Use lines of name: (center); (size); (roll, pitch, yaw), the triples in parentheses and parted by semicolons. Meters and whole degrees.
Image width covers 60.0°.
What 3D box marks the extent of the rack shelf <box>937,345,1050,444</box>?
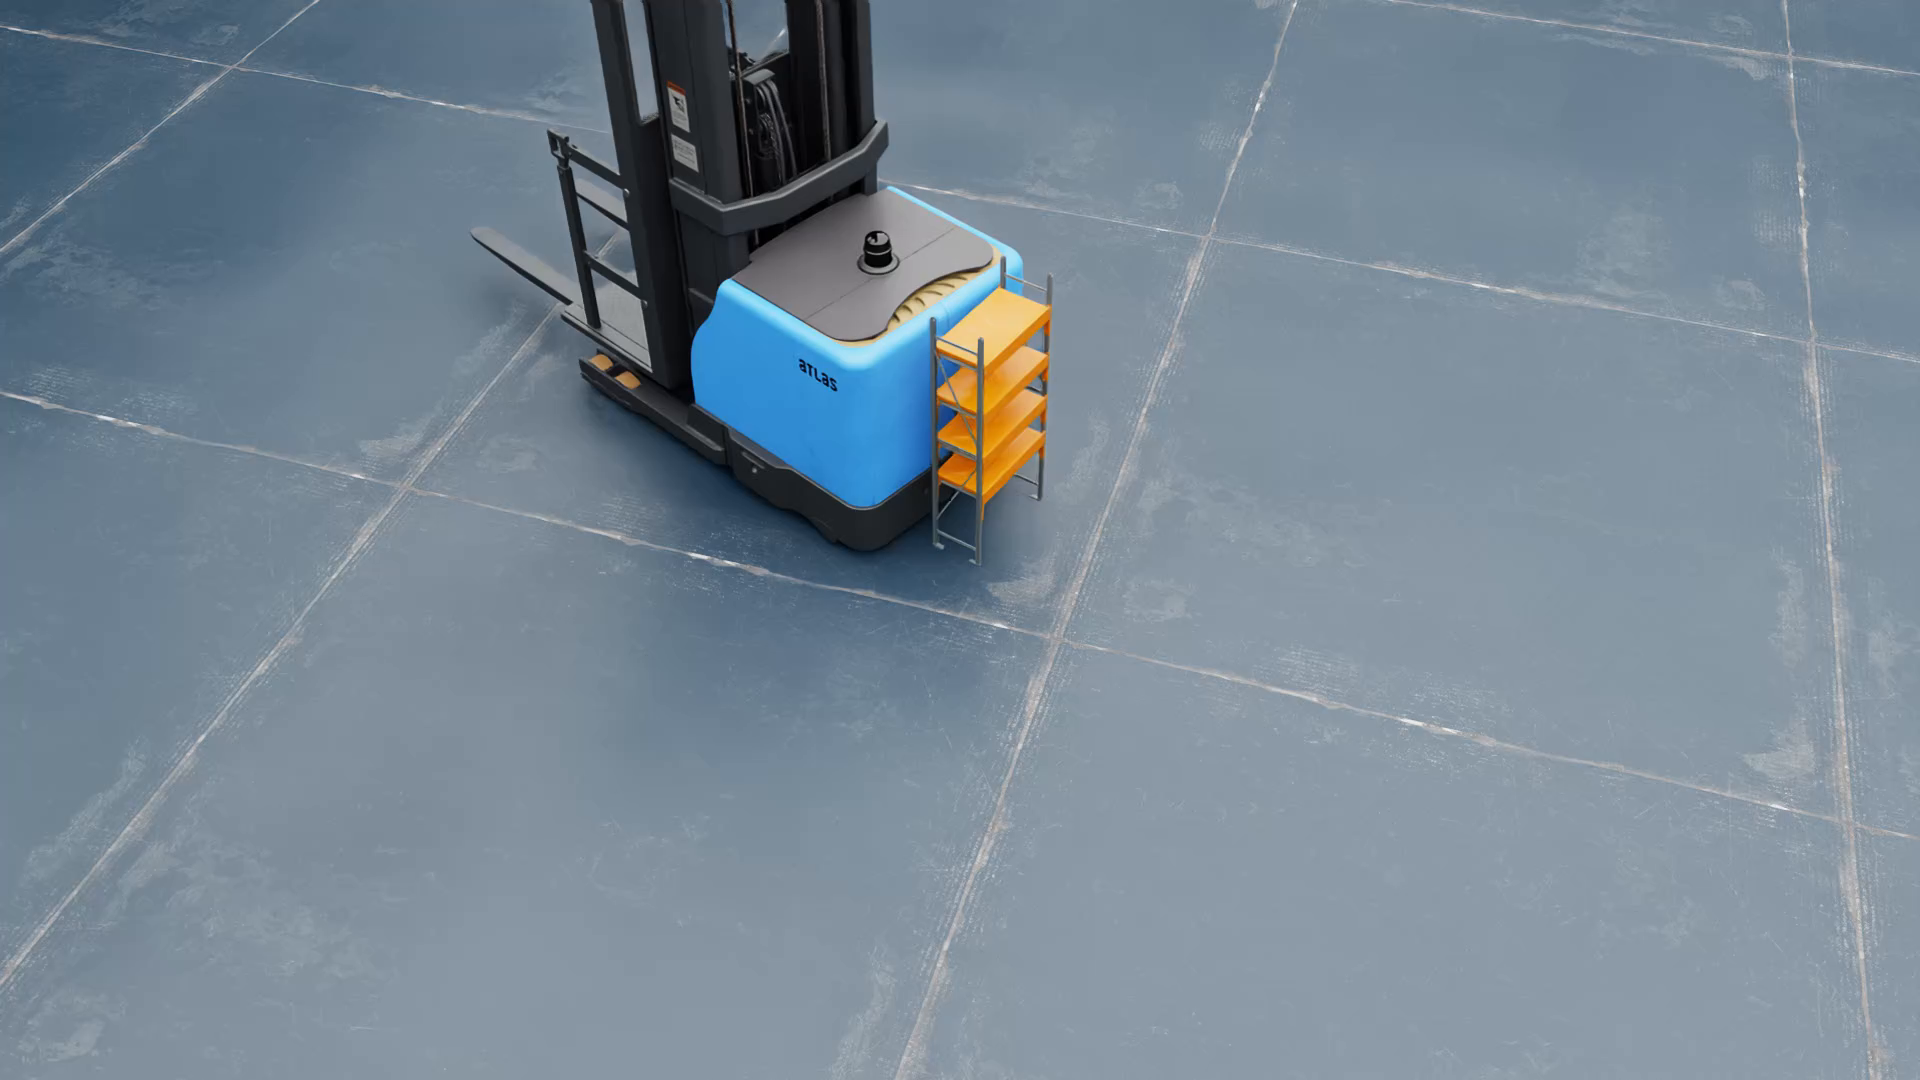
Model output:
rack shelf: (0.125, -0.620, 6.701); (0.258, 0.148, 0.480); (26, 50, 24)

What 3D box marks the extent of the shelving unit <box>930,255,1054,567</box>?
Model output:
shelving unit: (0.125, -0.508, 6.810); (0.258, 1.200, 0.503); (26, 50, 24)

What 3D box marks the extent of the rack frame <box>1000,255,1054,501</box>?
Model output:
rack frame: (0.263, -0.649, 6.954); (0.240, 1.200, 0.015); (26, 50, 24)

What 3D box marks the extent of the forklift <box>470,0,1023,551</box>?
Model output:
forklift: (-1.150, -1.907, 7.002); (3.031, 2.935, 1.130); (33, 53, 29)

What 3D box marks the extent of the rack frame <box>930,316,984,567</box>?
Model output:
rack frame: (-0.012, -0.367, 6.666); (0.240, 1.200, 0.015); (26, 50, 24)

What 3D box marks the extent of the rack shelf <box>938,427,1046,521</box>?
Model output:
rack shelf: (0.125, -0.318, 6.996); (0.258, 0.148, 0.480); (26, 50, 24)

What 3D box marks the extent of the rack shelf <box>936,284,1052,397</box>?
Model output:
rack shelf: (0.125, -0.789, 6.535); (0.258, 0.148, 0.480); (26, 50, 24)

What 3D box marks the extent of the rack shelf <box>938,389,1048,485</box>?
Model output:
rack shelf: (0.125, -0.460, 6.857); (0.258, 0.148, 0.480); (26, 50, 24)
